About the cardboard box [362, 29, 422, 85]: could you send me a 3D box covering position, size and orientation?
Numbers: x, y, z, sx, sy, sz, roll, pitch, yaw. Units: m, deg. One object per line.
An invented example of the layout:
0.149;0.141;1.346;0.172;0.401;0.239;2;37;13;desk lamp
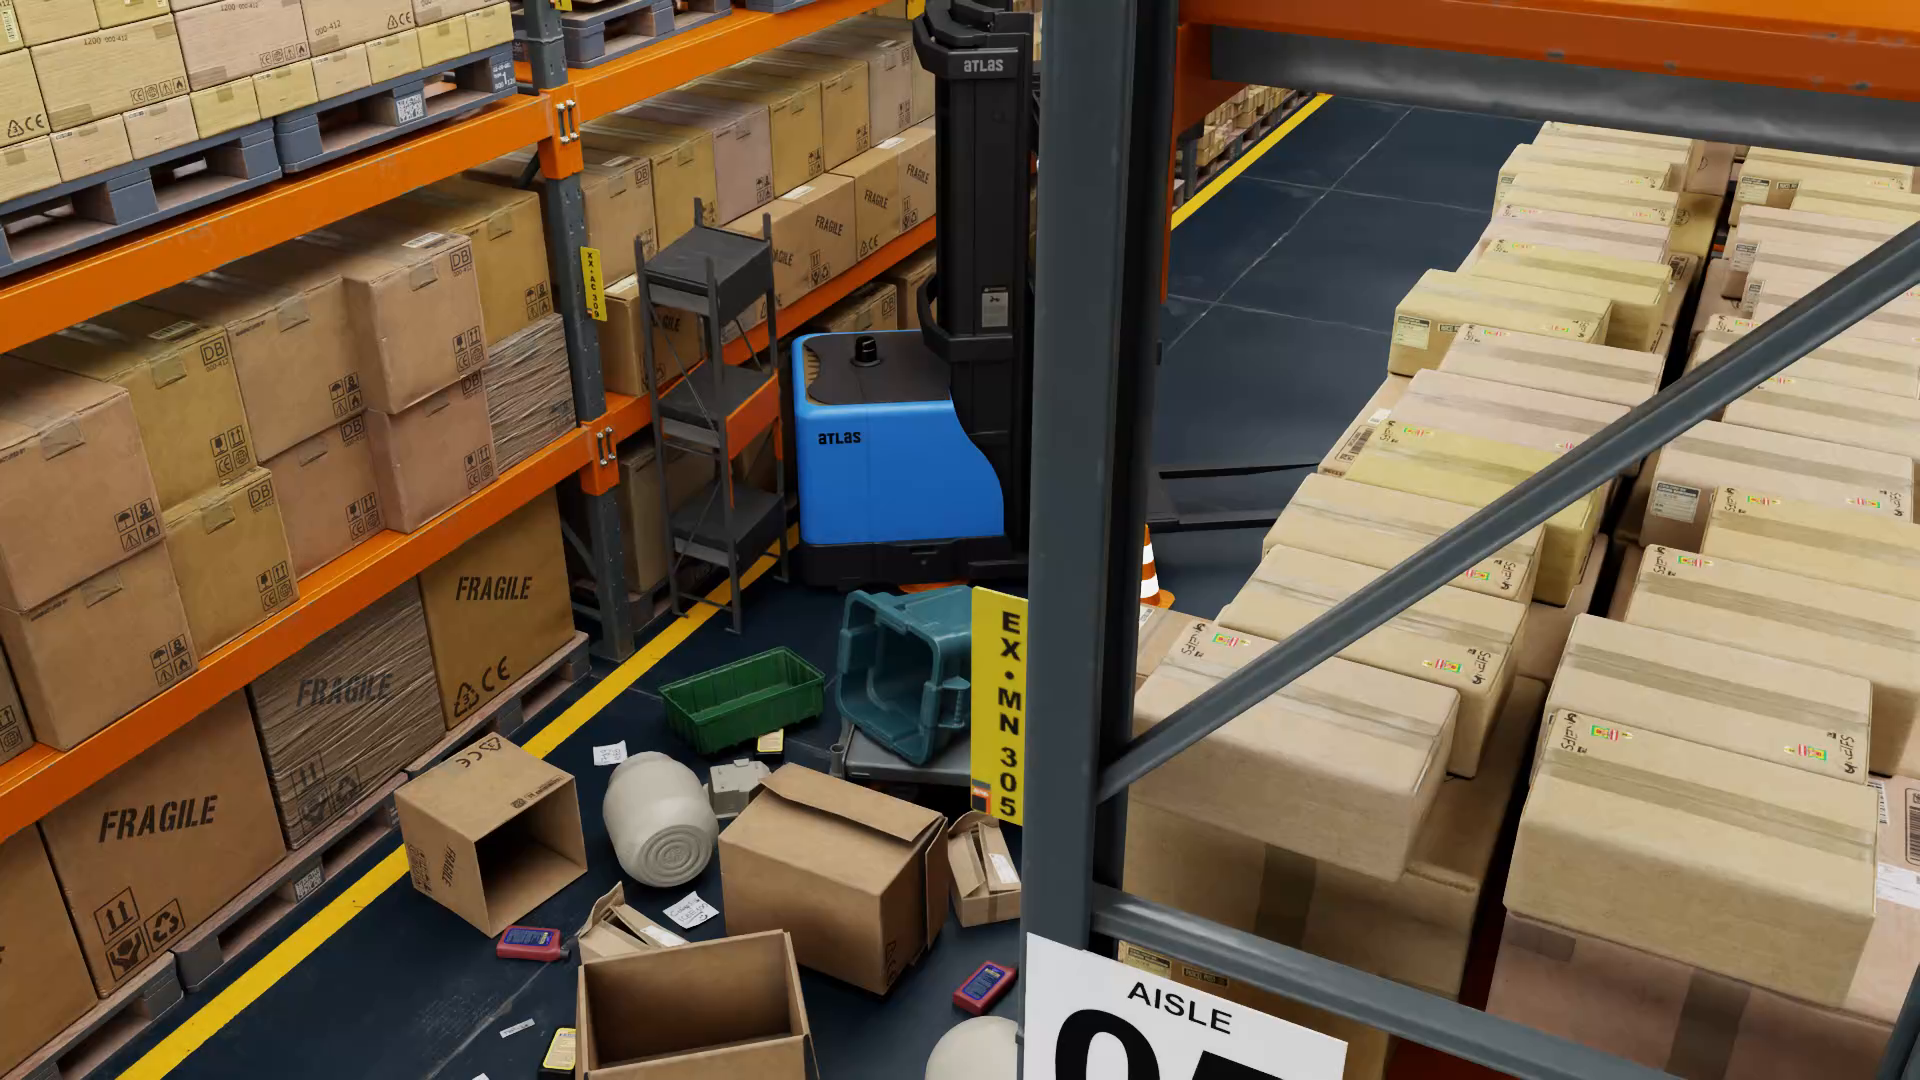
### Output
-2.199;-1.783;6.060;0.380;0.149;0.250;15;33;24;cardboard box

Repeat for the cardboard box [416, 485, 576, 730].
-2.435;0.176;7.643;0.875;0.875;0.875;15;33;24;cardboard box

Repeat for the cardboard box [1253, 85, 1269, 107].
2.700;-4.221;15.731;0.380;0.149;0.250;15;33;24;cardboard box

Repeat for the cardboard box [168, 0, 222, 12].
-2.545;-1.796;5.282;0.380;0.149;0.250;14;33;23;cardboard box

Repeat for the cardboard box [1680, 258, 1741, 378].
1.930;-0.409;3.790;0.500;0.250;0.500;14;33;22;cardboard box

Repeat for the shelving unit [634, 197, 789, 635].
-1.167;-0.551;8.039;0.431;2.100;0.503;16;38;19;shelving unit

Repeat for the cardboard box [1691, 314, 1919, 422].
1.609;-0.291;3.184;0.380;0.149;0.250;15;33;24;cardboard box

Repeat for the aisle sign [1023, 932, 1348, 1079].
0.258;0.859;2.131;0.394;0.787;0.004;14;33;23;aisle sign

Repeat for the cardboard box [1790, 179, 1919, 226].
2.166;-0.723;3.937;0.380;0.149;0.250;15;33;25;cardboard box

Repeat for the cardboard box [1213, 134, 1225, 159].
2.131;-3.525;14.817;0.380;0.149;0.250;15;33;25;cardboard box

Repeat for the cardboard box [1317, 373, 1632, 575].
1.000;-0.081;3.219;0.500;0.250;0.500;15;33;25;cardboard box

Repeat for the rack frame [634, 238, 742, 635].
-1.269;-0.422;7.859;0.400;2.100;0.015;16;38;19;rack frame

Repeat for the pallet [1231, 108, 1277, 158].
2.387;-4.012;16.025;1.003;0.211;1.213;14;33;23;pallet

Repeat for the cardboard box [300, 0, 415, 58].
-2.313;-1.916;5.892;0.500;0.250;0.500;14;33;23;cardboard box

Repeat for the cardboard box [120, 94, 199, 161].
-2.662;-1.333;5.277;0.380;0.149;0.250;14;33;23;cardboard box

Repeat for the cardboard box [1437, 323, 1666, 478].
1.109;-0.270;3.147;0.380;0.149;0.250;13;32;22;cardboard box

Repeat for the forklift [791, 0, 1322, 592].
0.621;-1.305;8.580;3.031;2.935;1.130;-3;30;-5;forklift

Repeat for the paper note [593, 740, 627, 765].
-1.587;0.965;7.539;0.147;0.020;0.142;-7;31;-11;paper note

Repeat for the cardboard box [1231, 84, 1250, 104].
2.436;-4.129;15.272;0.380;0.149;0.250;15;33;24;cardboard box

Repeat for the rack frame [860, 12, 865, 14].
-0.264;-2.599;10.765;1.000;3.000;0.127;14;33;23;rack frame

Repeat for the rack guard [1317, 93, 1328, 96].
3.346;-5.028;17.504;1.175;0.500;0.348;14;33;23;rack guard

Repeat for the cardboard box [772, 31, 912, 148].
-0.707;-2.655;9.757;0.700;0.500;0.500;14;33;23;cardboard box

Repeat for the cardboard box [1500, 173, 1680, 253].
1.500;-0.751;3.986;0.380;0.149;0.250;13;32;22;cardboard box

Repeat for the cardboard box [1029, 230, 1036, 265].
0.285;-1.953;11.728;0.500;0.500;0.500;13;32;21;cardboard box

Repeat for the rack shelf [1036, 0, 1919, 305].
1.455;-1.150;2.941;1.077;0.370;4.000;14;33;23;rack shelf

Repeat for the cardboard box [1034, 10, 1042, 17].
0.716;-3.675;11.870;0.380;0.149;0.250;15;33;25;cardboard box

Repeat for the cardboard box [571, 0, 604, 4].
-1.589;-2.505;7.201;0.258;0.266;0.396;14;33;22;cardboard box

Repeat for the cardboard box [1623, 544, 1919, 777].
1.157;0.164;2.392;0.380;0.149;0.250;14;33;23;cardboard box

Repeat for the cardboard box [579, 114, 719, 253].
-1.633;-1.753;8.186;0.700;0.500;0.500;14;33;22;cardboard box

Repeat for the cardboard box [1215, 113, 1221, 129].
2.122;-3.784;14.970;0.380;0.149;0.250;14;33;23;cardboard box

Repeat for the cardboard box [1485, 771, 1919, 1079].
1.010;0.498;2.210;0.500;0.250;0.500;14;33;22;cardboard box

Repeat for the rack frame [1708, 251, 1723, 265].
2.366;0.252;5.799;1.000;3.000;0.127;14;33;23;rack frame

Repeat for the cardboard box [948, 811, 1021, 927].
0.084;1.312;6.699;0.258;0.266;0.396;-7;31;-11;cardboard box

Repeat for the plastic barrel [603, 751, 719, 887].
-1.238;1.142;6.836;0.421;0.421;0.512;-12;32;-20;plastic barrel

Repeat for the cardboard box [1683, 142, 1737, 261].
1.922;-0.980;4.784;0.500;0.250;0.500;14;33;22;cardboard box

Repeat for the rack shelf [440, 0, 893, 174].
-1.175;-2.702;8.653;1.077;0.370;4.000;14;33;23;rack shelf

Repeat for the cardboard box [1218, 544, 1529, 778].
0.587;0.165;2.390;0.380;0.149;0.250;15;33;24;cardboard box

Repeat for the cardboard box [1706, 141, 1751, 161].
2.503;-1.458;5.493;0.500;0.250;0.500;14;33;22;cardboard box

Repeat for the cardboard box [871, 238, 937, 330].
-0.622;-1.556;10.786;1.050;0.750;0.750;14;33;23;cardboard box

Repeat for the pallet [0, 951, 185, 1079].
-3.614;1.784;5.931;1.003;0.211;1.213;14;33;23;pallet

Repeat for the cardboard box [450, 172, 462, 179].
-4.301;-3.331;13.751;1.225;0.875;0.875;13;32;21;cardboard box

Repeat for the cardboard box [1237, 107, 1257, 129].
2.565;-3.992;15.630;0.380;0.149;0.250;13;32;22;cardboard box

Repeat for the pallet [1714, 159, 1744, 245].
2.742;-1.217;5.533;1.213;0.211;1.003;14;33;23;pallet

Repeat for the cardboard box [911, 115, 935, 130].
-0.230;-2.382;10.286;0.500;0.500;0.500;14;33;23;cardboard box

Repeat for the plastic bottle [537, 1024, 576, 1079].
-1.416;1.830;6.001;0.133;0.061;0.283;4;30;6;plastic bottle

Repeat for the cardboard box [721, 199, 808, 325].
-1.148;-1.487;8.726;0.500;0.500;0.500;14;33;23;cardboard box

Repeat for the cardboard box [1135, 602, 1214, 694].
0.768;0.617;6.913;0.500;0.500;0.500;14;33;23;cardboard box

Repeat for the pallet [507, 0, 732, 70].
-1.713;-2.462;7.705;0.805;0.209;1.217;13;32;21;pallet

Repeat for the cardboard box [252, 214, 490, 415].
-2.432;-0.934;6.629;0.875;0.550;0.550;14;33;23;cardboard box

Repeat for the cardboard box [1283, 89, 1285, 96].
3.001;-4.464;16.453;0.380;0.149;0.250;15;33;24;cardboard box

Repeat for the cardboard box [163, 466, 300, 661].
-2.977;-0.006;6.097;0.875;0.550;0.500;14;33;23;cardboard box
